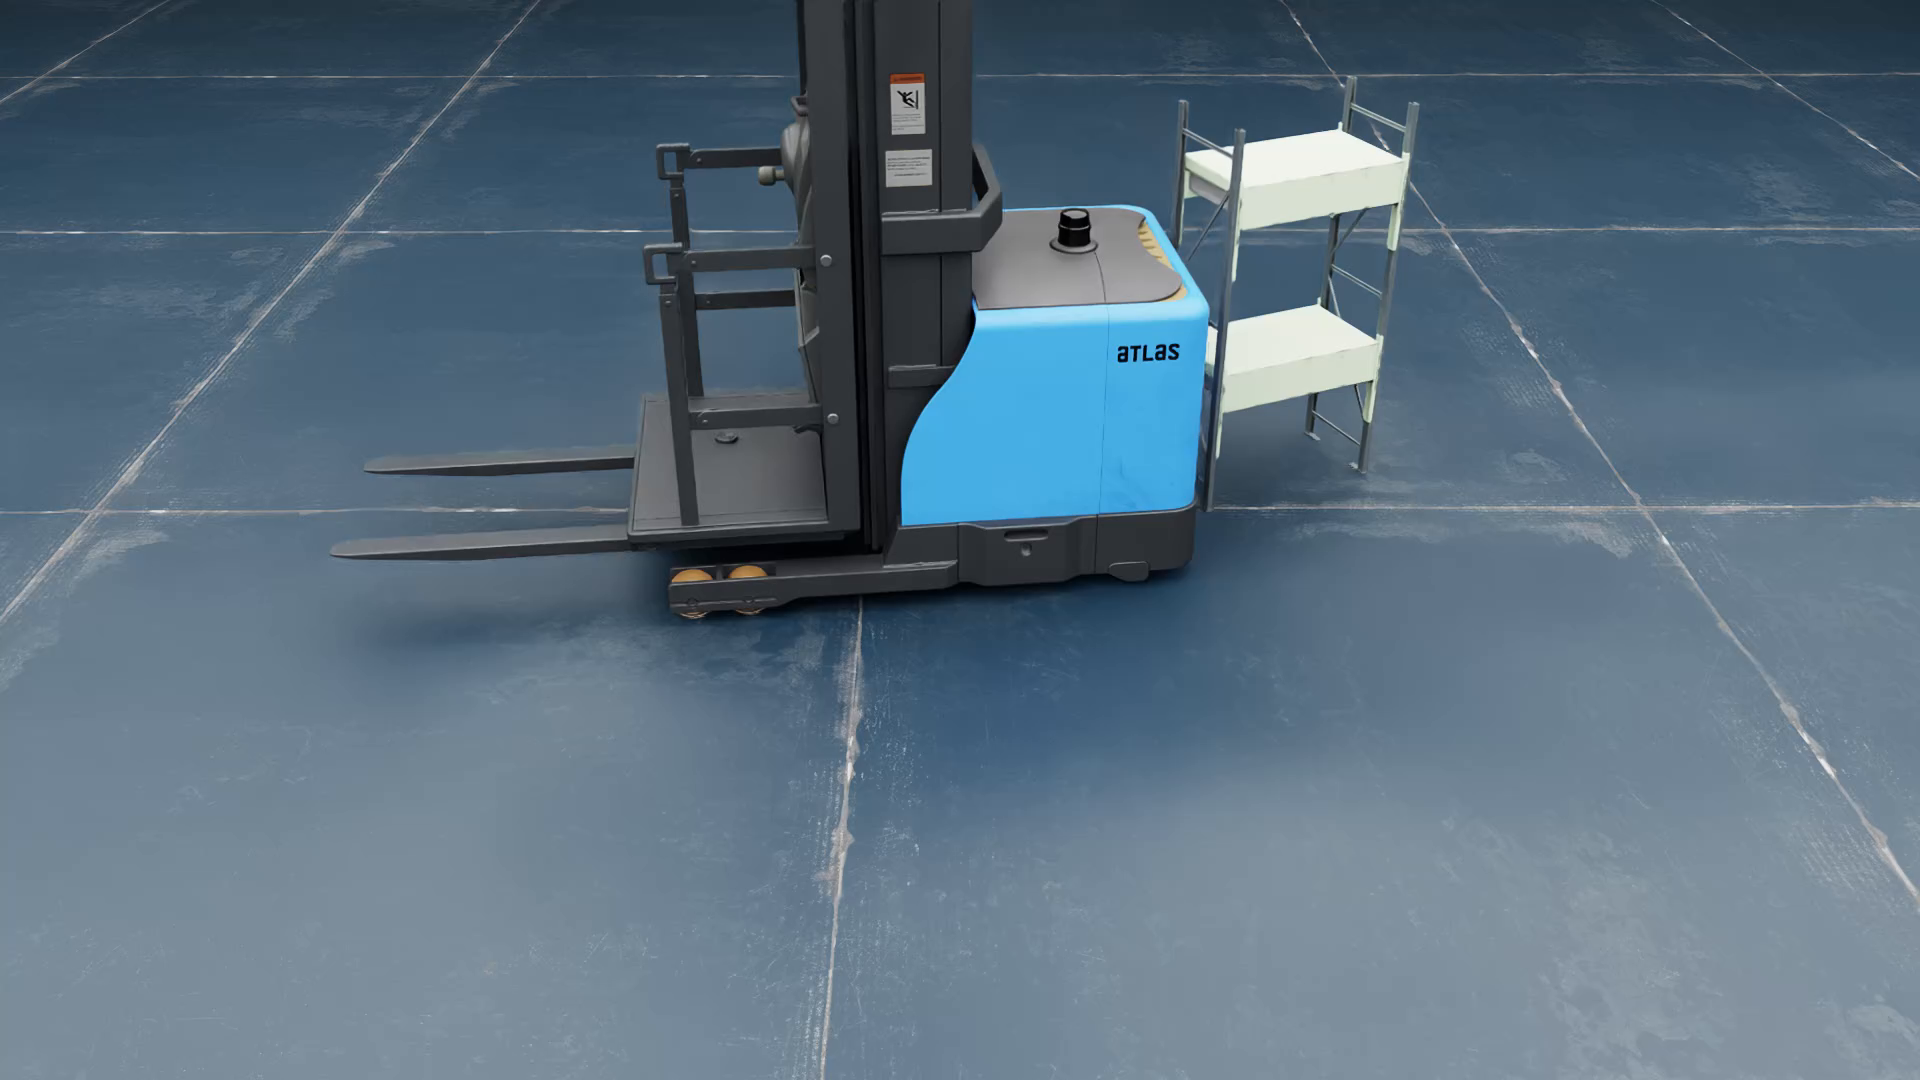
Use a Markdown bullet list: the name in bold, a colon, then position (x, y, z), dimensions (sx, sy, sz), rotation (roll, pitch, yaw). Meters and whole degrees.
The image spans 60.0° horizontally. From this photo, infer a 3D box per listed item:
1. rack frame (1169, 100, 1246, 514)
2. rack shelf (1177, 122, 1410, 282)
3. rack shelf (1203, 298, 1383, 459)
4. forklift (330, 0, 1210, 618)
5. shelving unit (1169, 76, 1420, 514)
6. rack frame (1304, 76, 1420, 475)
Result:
- **rack frame**: position (0.877, -0.840, 6.189), dimensions (0.023, 1.500, 0.400), rotation (-14, 34, -21)
- **rack shelf**: position (1.209, -1.254, 6.118), dimensions (0.720, 0.370, 0.431), rotation (-14, 34, -21)
- **rack shelf**: position (1.209, -0.641, 6.490), dimensions (0.720, 0.370, 0.431), rotation (-14, 34, -21)
- **forklift**: position (-0.710, -1.273, 5.522), dimensions (3.031, 2.935, 1.130), rotation (-3, 31, -6)
- **shelving unit**: position (1.209, -0.920, 6.320), dimensions (0.755, 1.500, 0.431), rotation (-14, 34, -21)
- **rack frame**: position (1.541, -1.000, 6.452), dimensions (0.023, 1.500, 0.400), rotation (-14, 34, -21)
